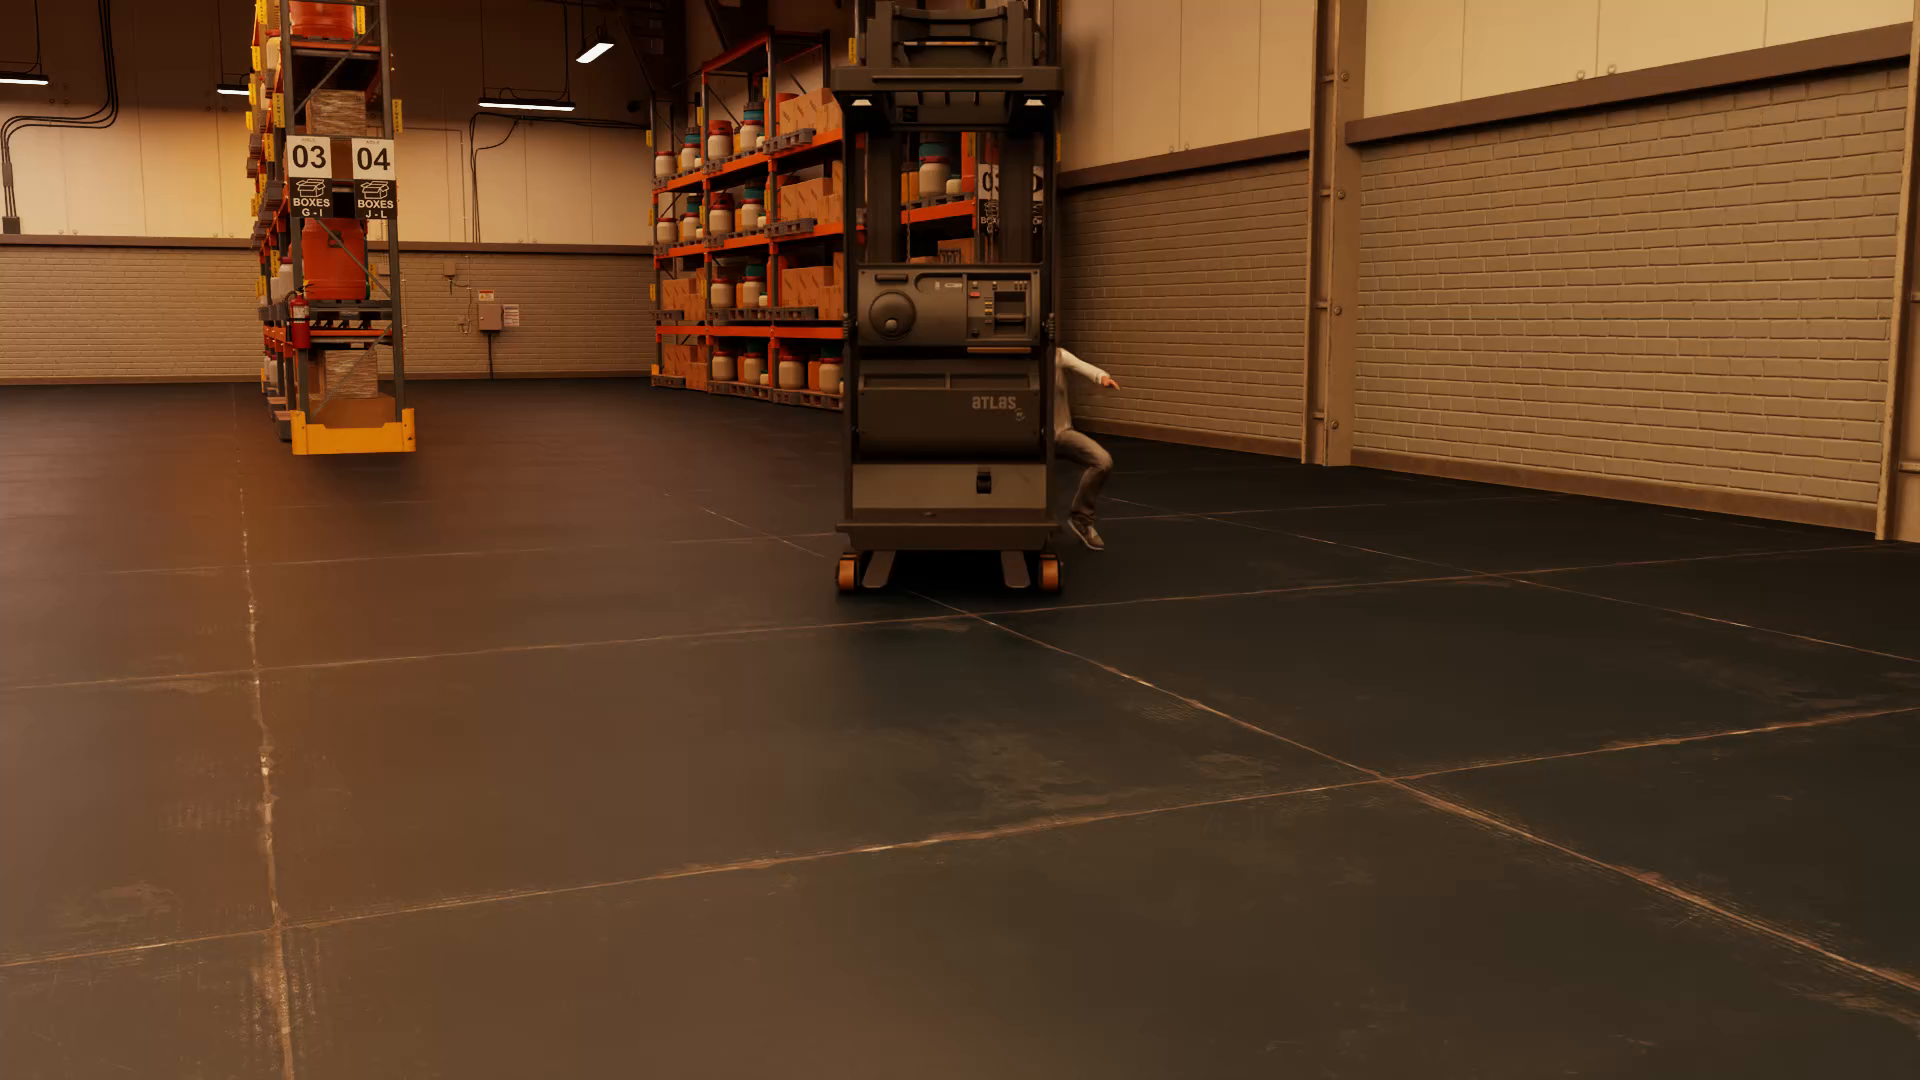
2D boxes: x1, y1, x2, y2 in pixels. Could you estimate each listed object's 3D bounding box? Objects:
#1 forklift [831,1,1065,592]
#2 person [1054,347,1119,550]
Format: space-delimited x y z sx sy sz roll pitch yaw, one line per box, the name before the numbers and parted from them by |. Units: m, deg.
forklift | -0.054 -1.233 8.291 1.130 2.935 3.031 0 8 0
person | 0.458 -0.604 9.584 0.879 1.360 0.672 0 8 1
